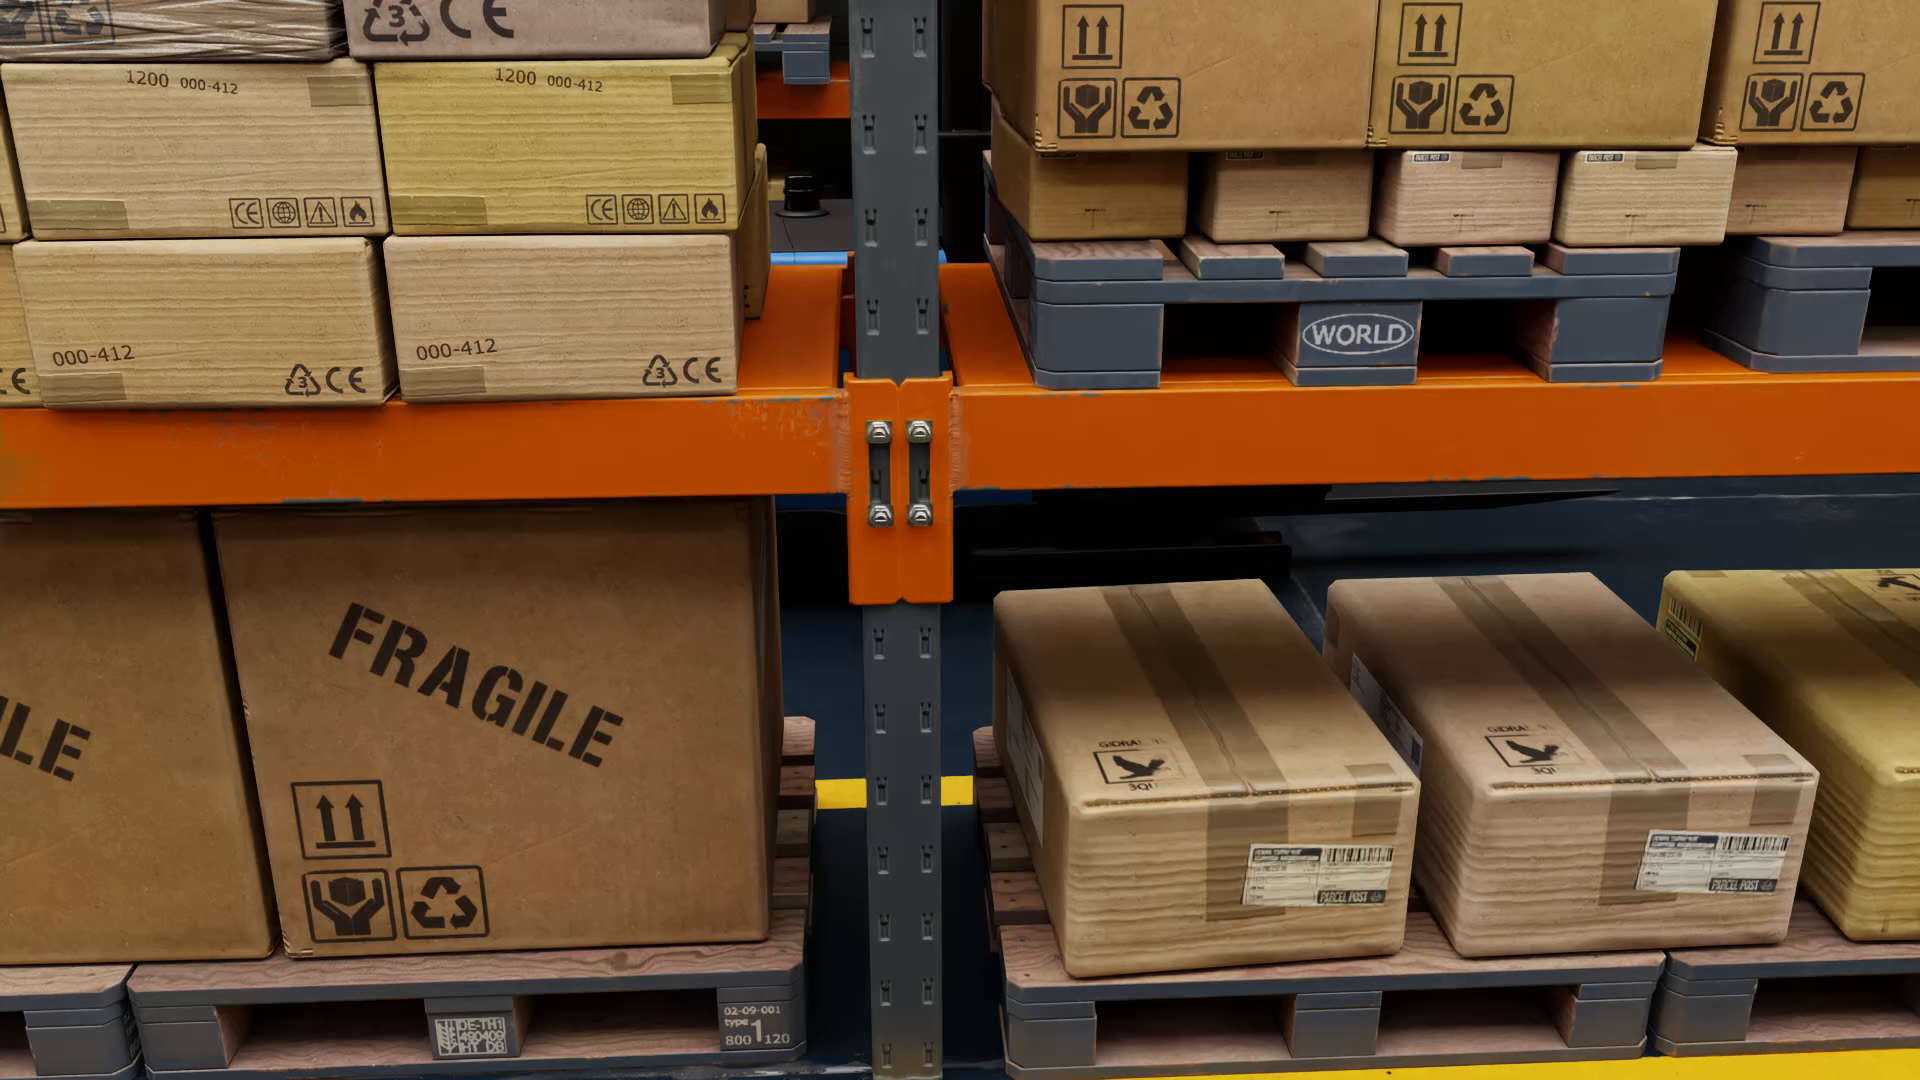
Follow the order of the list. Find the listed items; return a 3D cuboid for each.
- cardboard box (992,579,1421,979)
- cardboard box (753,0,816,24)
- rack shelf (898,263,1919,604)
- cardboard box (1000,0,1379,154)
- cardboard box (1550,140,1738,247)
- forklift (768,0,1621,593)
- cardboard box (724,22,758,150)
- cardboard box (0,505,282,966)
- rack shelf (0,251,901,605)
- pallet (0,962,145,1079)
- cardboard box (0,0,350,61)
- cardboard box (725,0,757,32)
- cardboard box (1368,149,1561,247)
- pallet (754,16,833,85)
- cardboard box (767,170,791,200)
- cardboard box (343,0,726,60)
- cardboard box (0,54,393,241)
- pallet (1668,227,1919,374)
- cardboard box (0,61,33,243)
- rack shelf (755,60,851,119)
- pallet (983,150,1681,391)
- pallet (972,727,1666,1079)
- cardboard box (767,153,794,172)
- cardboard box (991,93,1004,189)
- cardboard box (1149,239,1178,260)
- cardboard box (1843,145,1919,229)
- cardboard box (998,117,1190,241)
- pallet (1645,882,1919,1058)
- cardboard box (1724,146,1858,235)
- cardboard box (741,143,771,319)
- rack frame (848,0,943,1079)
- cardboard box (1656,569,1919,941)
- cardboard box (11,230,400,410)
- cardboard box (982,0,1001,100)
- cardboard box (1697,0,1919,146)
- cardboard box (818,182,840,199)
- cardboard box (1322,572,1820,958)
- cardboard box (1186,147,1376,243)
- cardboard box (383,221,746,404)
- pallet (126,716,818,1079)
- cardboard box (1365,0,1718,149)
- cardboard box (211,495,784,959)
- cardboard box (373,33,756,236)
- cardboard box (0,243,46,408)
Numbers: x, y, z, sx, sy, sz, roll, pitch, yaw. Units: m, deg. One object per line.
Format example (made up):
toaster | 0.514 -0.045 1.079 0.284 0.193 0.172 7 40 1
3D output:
cardboard box | 0.442 0.435 3.364 0.625 0.372 0.950 -3 21 -7
cardboard box | -0.933 -2.640 7.608 0.500 0.500 0.500 0 21 -1
rack shelf | 1.874 -0.293 3.185 4.000 0.370 1.077 -1 21 -3
cardboard box | 0.339 -0.897 2.613 0.500 0.500 0.500 -2 21 -5
cardboard box | 1.048 -0.589 2.715 0.250 0.149 0.380 -1 21 -3
forklift | 0.620 -1.391 5.156 3.031 2.935 1.130 -2 21 -5
cardboard box | -0.643 -0.829 3.092 0.500 0.250 0.500 -1 21 -3
cardboard box | -1.708 0.209 3.251 0.875 0.875 0.875 -1 21 -2
rack shelf | -2.120 -0.212 2.972 4.000 0.370 1.077 -1 21 -3
pallet | -2.130 0.728 3.413 1.213 0.211 1.003 -1 21 -3
cardboard box | -1.136 -0.986 2.448 0.500 0.500 0.500 -1 21 -2
cardboard box | -0.629 -1.179 2.957 0.500 0.500 0.500 -2 21 -5
cardboard box | 0.772 -0.591 2.720 0.250 0.149 0.380 -3 21 -7
pallet | -1.083 -2.223 7.514 1.003 0.211 1.213 -1 21 -3
cardboard box | -0.889 -1.583 7.574 0.250 0.149 0.380 -2 21 -6
cardboard box | -0.624 -0.999 2.483 0.500 0.500 0.500 -2 21 -5
cardboard box | -1.104 -0.640 2.595 0.500 0.250 0.500 -2 21 -4
pallet | 1.851 -0.554 3.129 1.213 0.211 1.003 -1 21 -3
cardboard box | -1.614 -0.622 2.548 0.500 0.250 0.500 -2 21 -4
rack shelf | -2.407 -1.975 7.603 4.000 0.370 1.077 -1 21 -3
pallet | 0.582 -0.551 3.122 1.003 0.211 1.213 -1 21 -3
pallet | 0.657 0.699 3.487 1.213 0.211 1.003 -1 21 -3
cardboard box | -0.949 -1.783 8.099 0.250 0.149 0.380 0 21 0
cardboard box | 0.191 -0.757 3.158 0.250 0.149 0.380 0 21 -1
cardboard box | 0.865 -1.462 7.992 0.625 0.625 0.875 0 21 -1
cardboard box | 1.564 -0.641 2.852 0.250 0.149 0.380 0 21 -1
cardboard box | 0.212 -0.608 2.765 0.250 0.149 0.380 -2 21 -6
pallet | 1.872 0.676 3.549 1.213 0.211 1.003 -1 21 -3
cardboard box | 1.284 -0.622 2.801 0.250 0.149 0.380 0 21 0
cardboard box | -0.626 -0.598 3.186 0.500 0.250 0.500 -2 21 -4
rack frame | -0.123 -0.588 2.951 0.127 3.000 1.000 -1 21 -3
cardboard box | 1.935 0.404 3.446 0.625 0.372 0.950 0 21 -1
cardboard box | -1.122 -0.400 2.666 0.500 0.250 0.500 -1 21 -2
cardboard box | 0.315 -1.078 3.089 0.500 0.500 0.500 -2 21 -5
cardboard box | 1.389 -0.924 2.682 0.500 0.500 0.500 -1 21 -2
cardboard box | -0.847 -1.471 8.191 0.500 0.500 0.500 0 21 -1
cardboard box | 1.178 0.418 3.411 0.625 0.372 0.950 -2 21 -4
cardboard box | 0.496 -0.602 2.748 0.250 0.149 0.380 -2 21 -6
cardboard box | -0.613 -0.416 2.708 0.500 0.250 0.500 -2 21 -5
pallet | -0.914 0.704 3.475 1.213 0.211 1.003 -1 21 -3
cardboard box | 0.859 -0.910 2.648 0.500 0.500 0.500 0 21 0
cardboard box | -0.817 0.193 3.295 0.875 0.875 0.875 -1 21 -4
cardboard box | -0.592 -0.652 2.626 0.500 0.250 0.500 -1 21 -3
cardboard box | -1.626 -0.395 2.654 0.500 0.250 0.500 -1 21 -4
